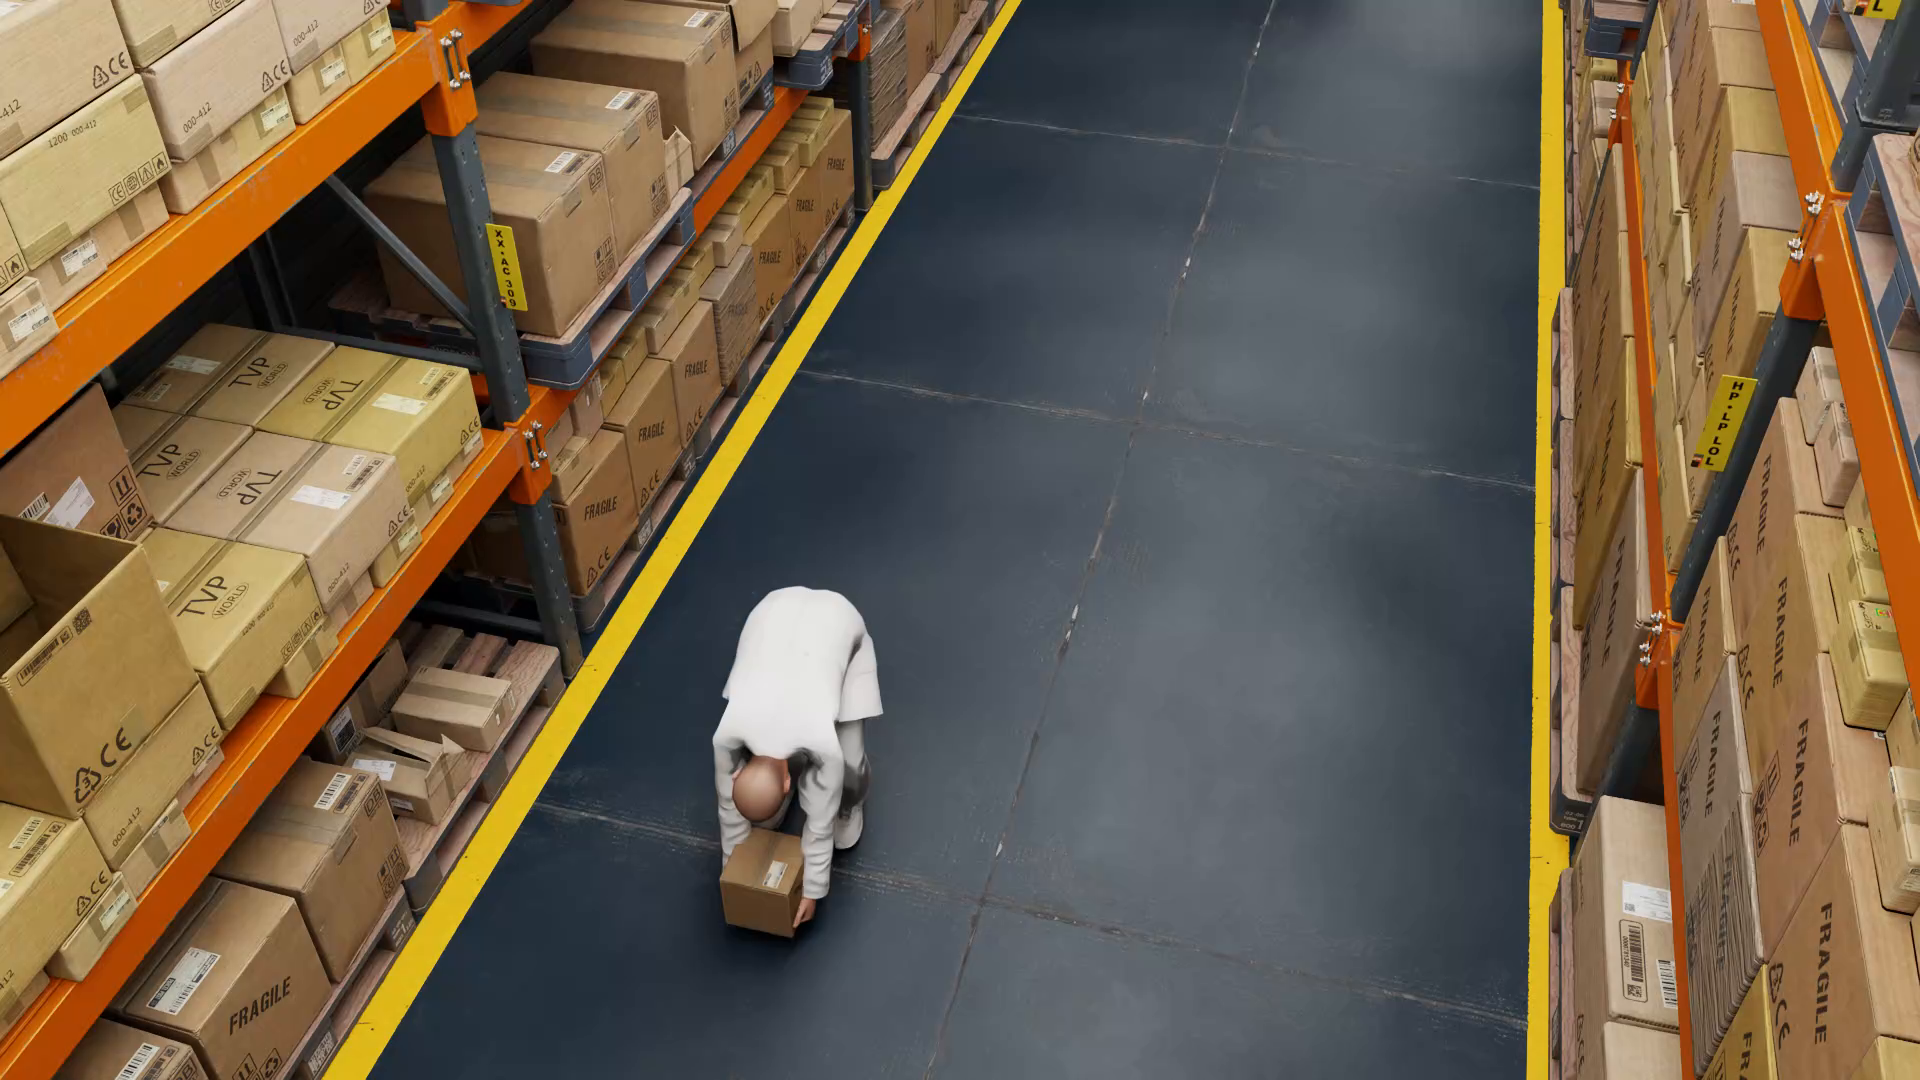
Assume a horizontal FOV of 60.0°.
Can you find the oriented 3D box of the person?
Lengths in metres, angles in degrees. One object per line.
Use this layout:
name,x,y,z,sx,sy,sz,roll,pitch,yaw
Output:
person,-0.594,0.750,5.879,0.591,1.010,0.942,8,41,9
